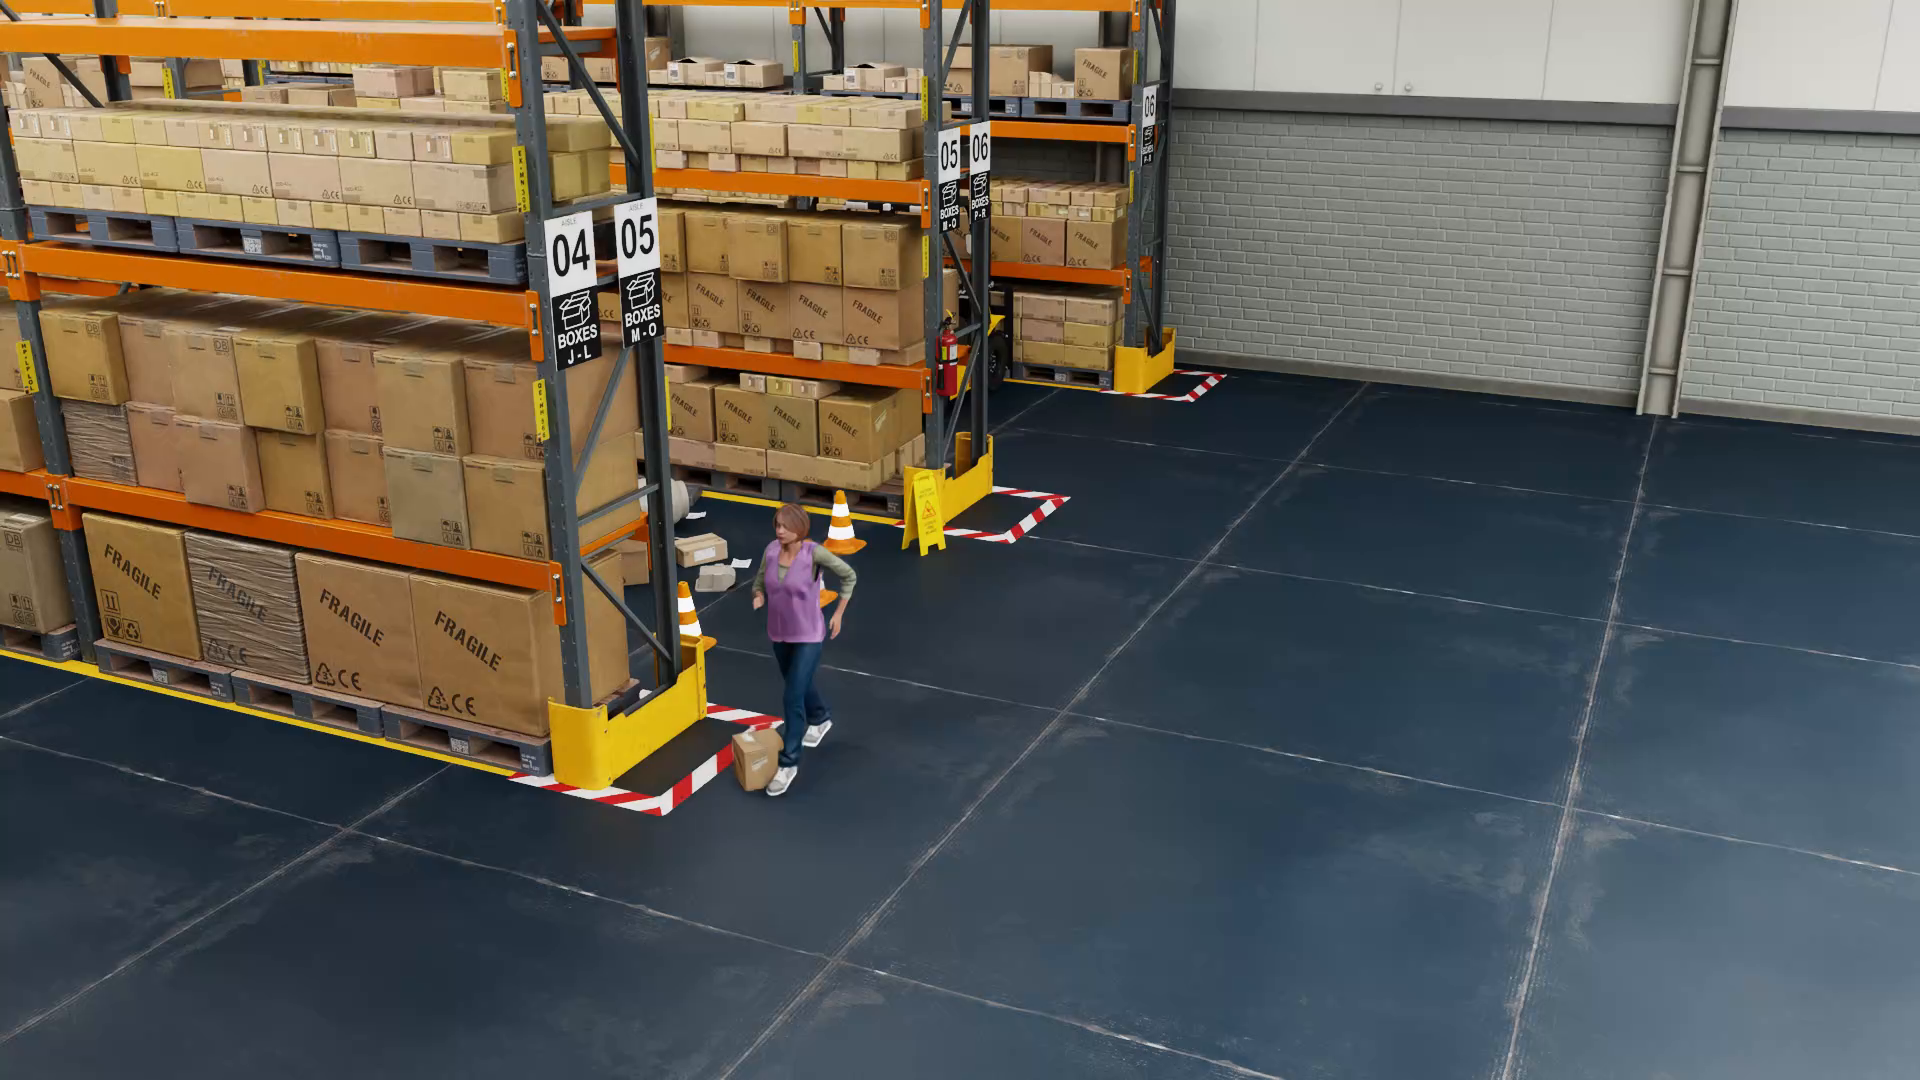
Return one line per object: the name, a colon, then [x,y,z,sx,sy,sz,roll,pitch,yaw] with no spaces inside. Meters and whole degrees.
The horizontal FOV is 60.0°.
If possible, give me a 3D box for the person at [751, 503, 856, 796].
person: [-0.934,0.562,9.414,0.532,1.598,0.782,11,22,29]
